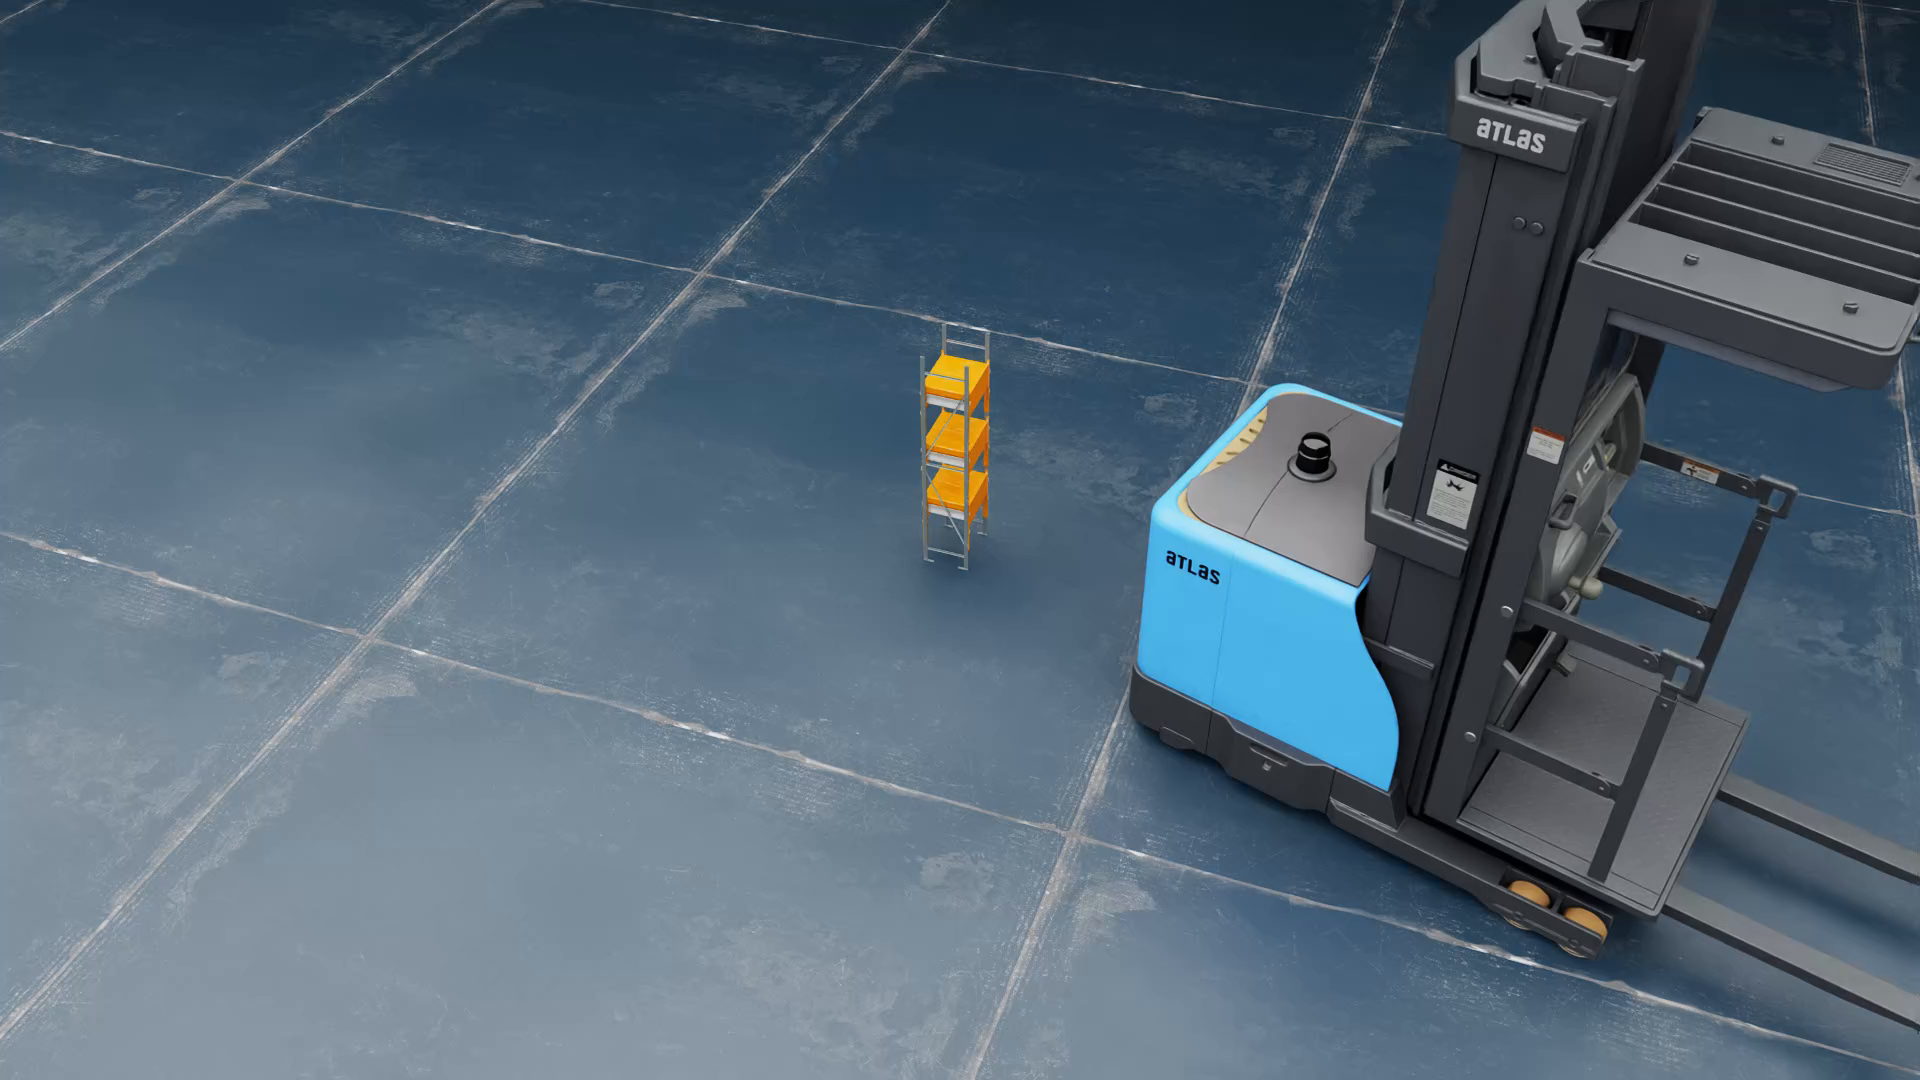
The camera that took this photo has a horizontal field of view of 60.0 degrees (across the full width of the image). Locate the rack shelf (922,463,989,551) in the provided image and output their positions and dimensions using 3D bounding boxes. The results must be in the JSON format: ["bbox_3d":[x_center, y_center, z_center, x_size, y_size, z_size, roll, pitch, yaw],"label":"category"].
[{"bbox_3d":[-0.018,-0.147,7.058,0.215,0.259,0.240,13,42,15],"label":"rack shelf"}]

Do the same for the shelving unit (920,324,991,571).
[{"bbox_3d":[-0.018,-0.367,6.871,0.215,1.050,0.252,13,42,15],"label":"shelving unit"}]

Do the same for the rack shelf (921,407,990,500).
[{"bbox_3d":[-0.018,-0.359,6.878,0.215,0.259,0.240,13,42,15],"label":"rack shelf"}]

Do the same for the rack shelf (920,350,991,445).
[{"bbox_3d":[-0.018,-0.575,6.694,0.215,0.259,0.240,13,42,15],"label":"rack shelf"}]

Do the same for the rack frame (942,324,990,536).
[{"bbox_3d":[0.023,-0.441,6.958,0.200,1.050,0.008,13,42,15],"label":"rack frame"}]

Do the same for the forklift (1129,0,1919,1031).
[{"bbox_3d":[2.144,-0.108,5.118,3.031,2.935,1.130,25,46,26],"label":"forklift"}]

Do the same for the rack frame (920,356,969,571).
[{"bbox_3d":[-0.060,-0.292,6.784,0.200,1.050,0.008,13,42,15],"label":"rack frame"}]
